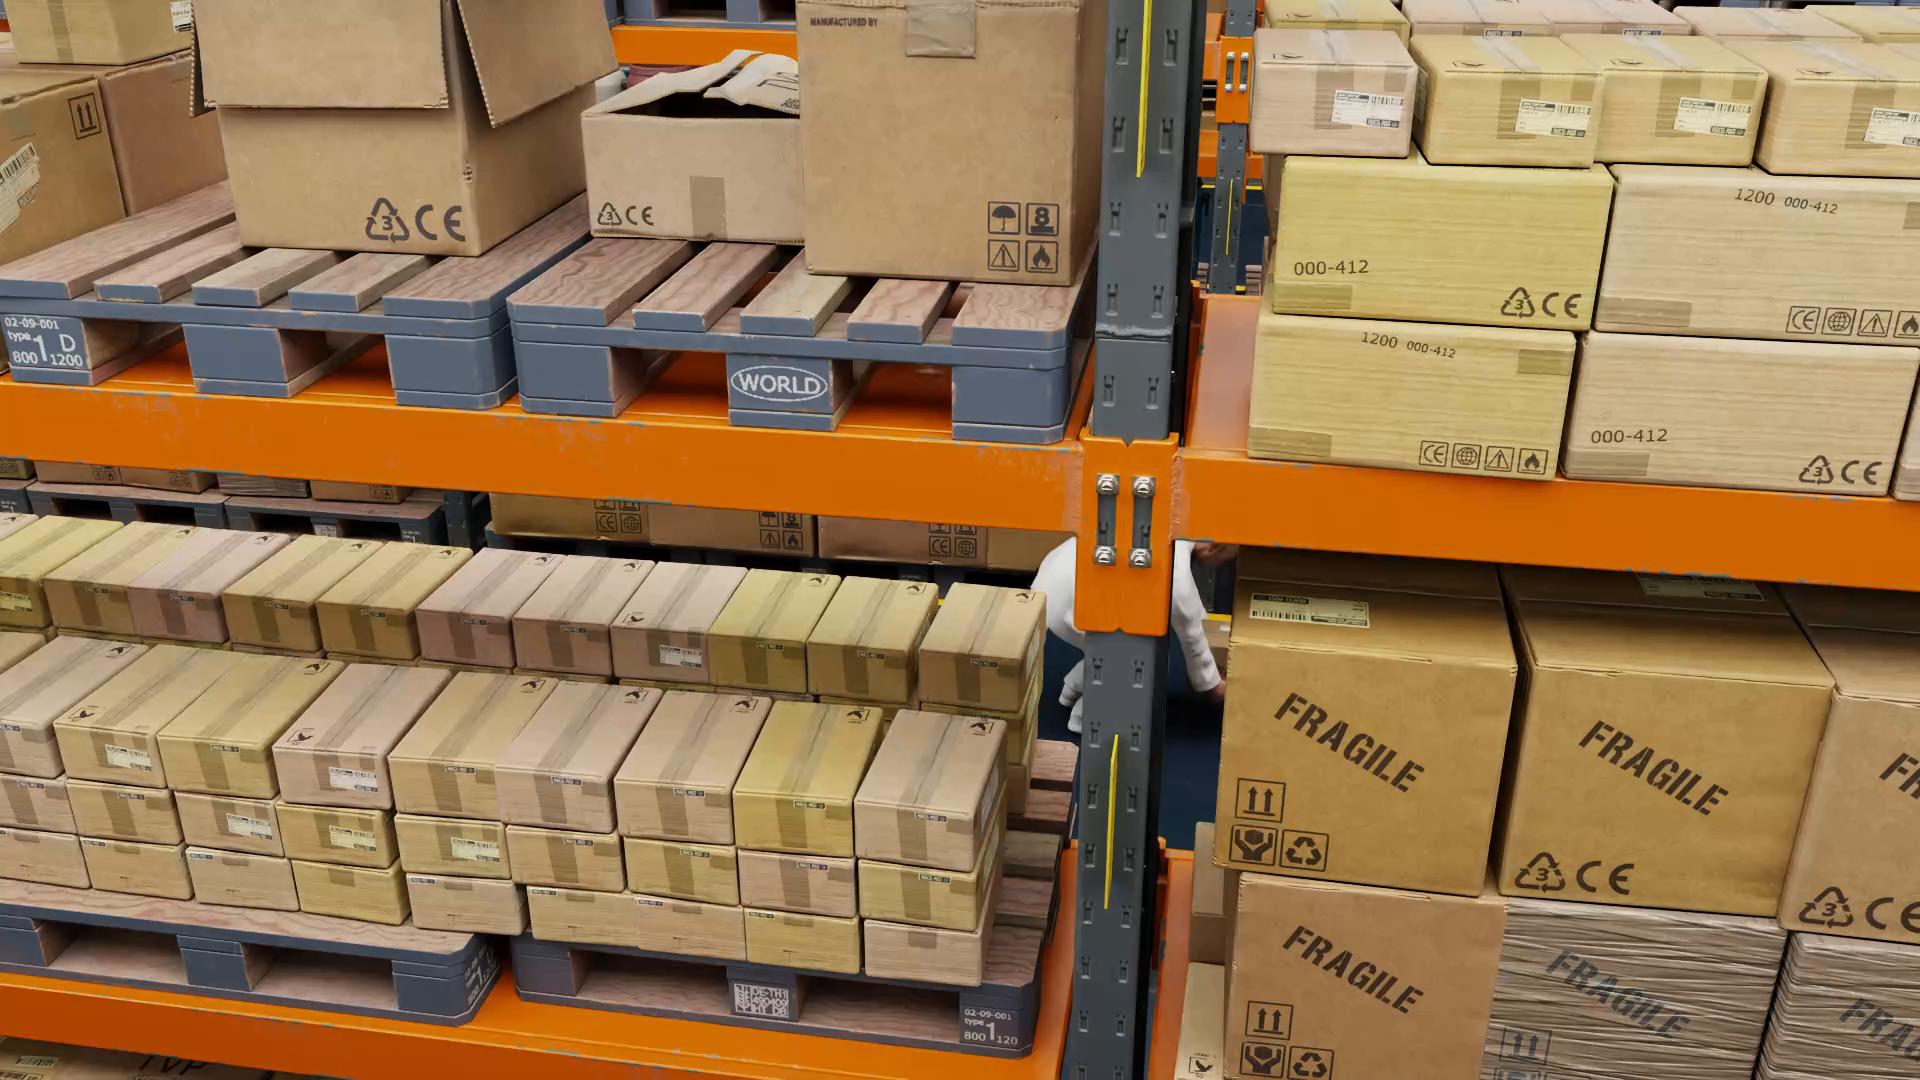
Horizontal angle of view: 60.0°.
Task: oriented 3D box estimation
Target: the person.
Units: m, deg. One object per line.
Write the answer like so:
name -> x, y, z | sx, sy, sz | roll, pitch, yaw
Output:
person -> 0.784, 0.368, 7.292 | 0.954, 0.969, 0.587 | 1, 25, 2
